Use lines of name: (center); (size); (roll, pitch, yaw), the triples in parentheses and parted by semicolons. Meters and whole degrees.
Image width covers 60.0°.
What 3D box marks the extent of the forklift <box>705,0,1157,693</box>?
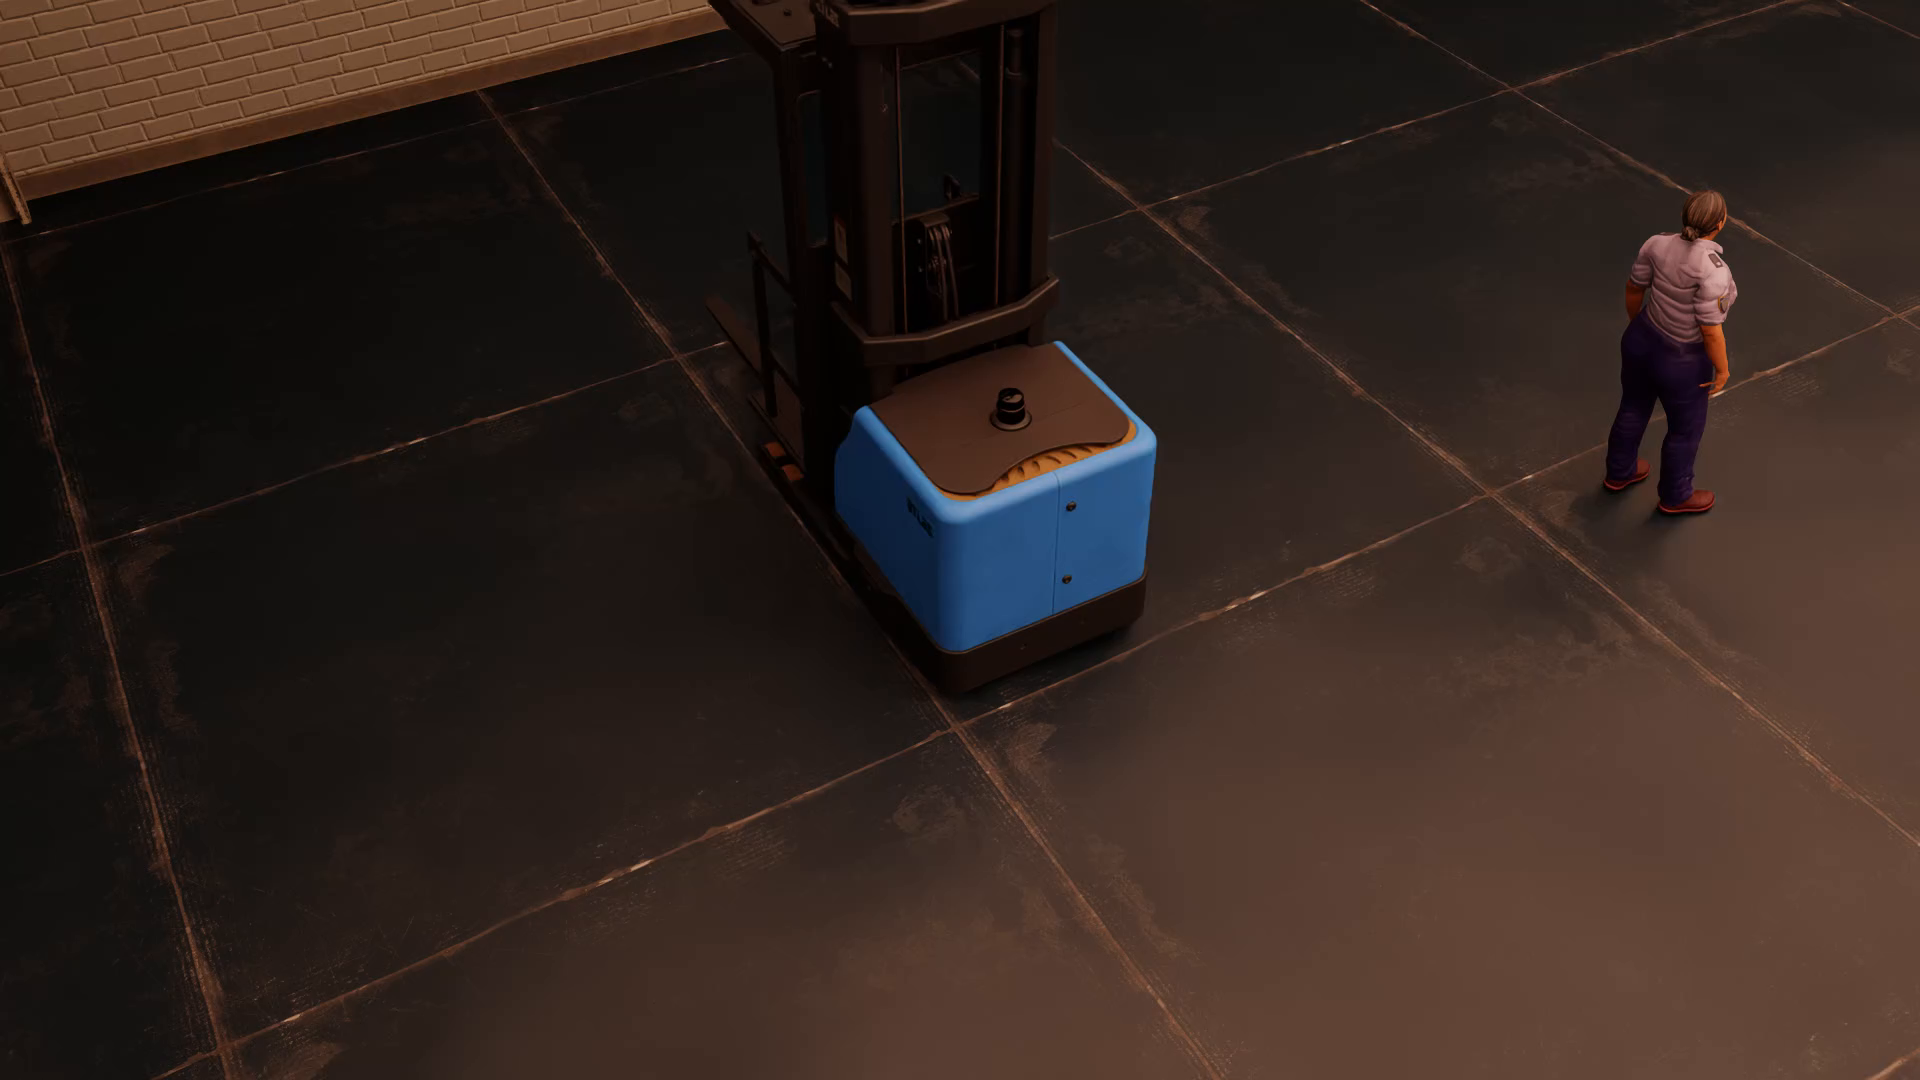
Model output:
forklift: (-0.340, -1.421, 7.230); (1.130, 2.935, 3.031); (-21, 47, -21)

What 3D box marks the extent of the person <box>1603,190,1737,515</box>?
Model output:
person: (3.304, -0.869, 7.569); (0.502, 1.651, 0.598); (-20, 46, -20)
